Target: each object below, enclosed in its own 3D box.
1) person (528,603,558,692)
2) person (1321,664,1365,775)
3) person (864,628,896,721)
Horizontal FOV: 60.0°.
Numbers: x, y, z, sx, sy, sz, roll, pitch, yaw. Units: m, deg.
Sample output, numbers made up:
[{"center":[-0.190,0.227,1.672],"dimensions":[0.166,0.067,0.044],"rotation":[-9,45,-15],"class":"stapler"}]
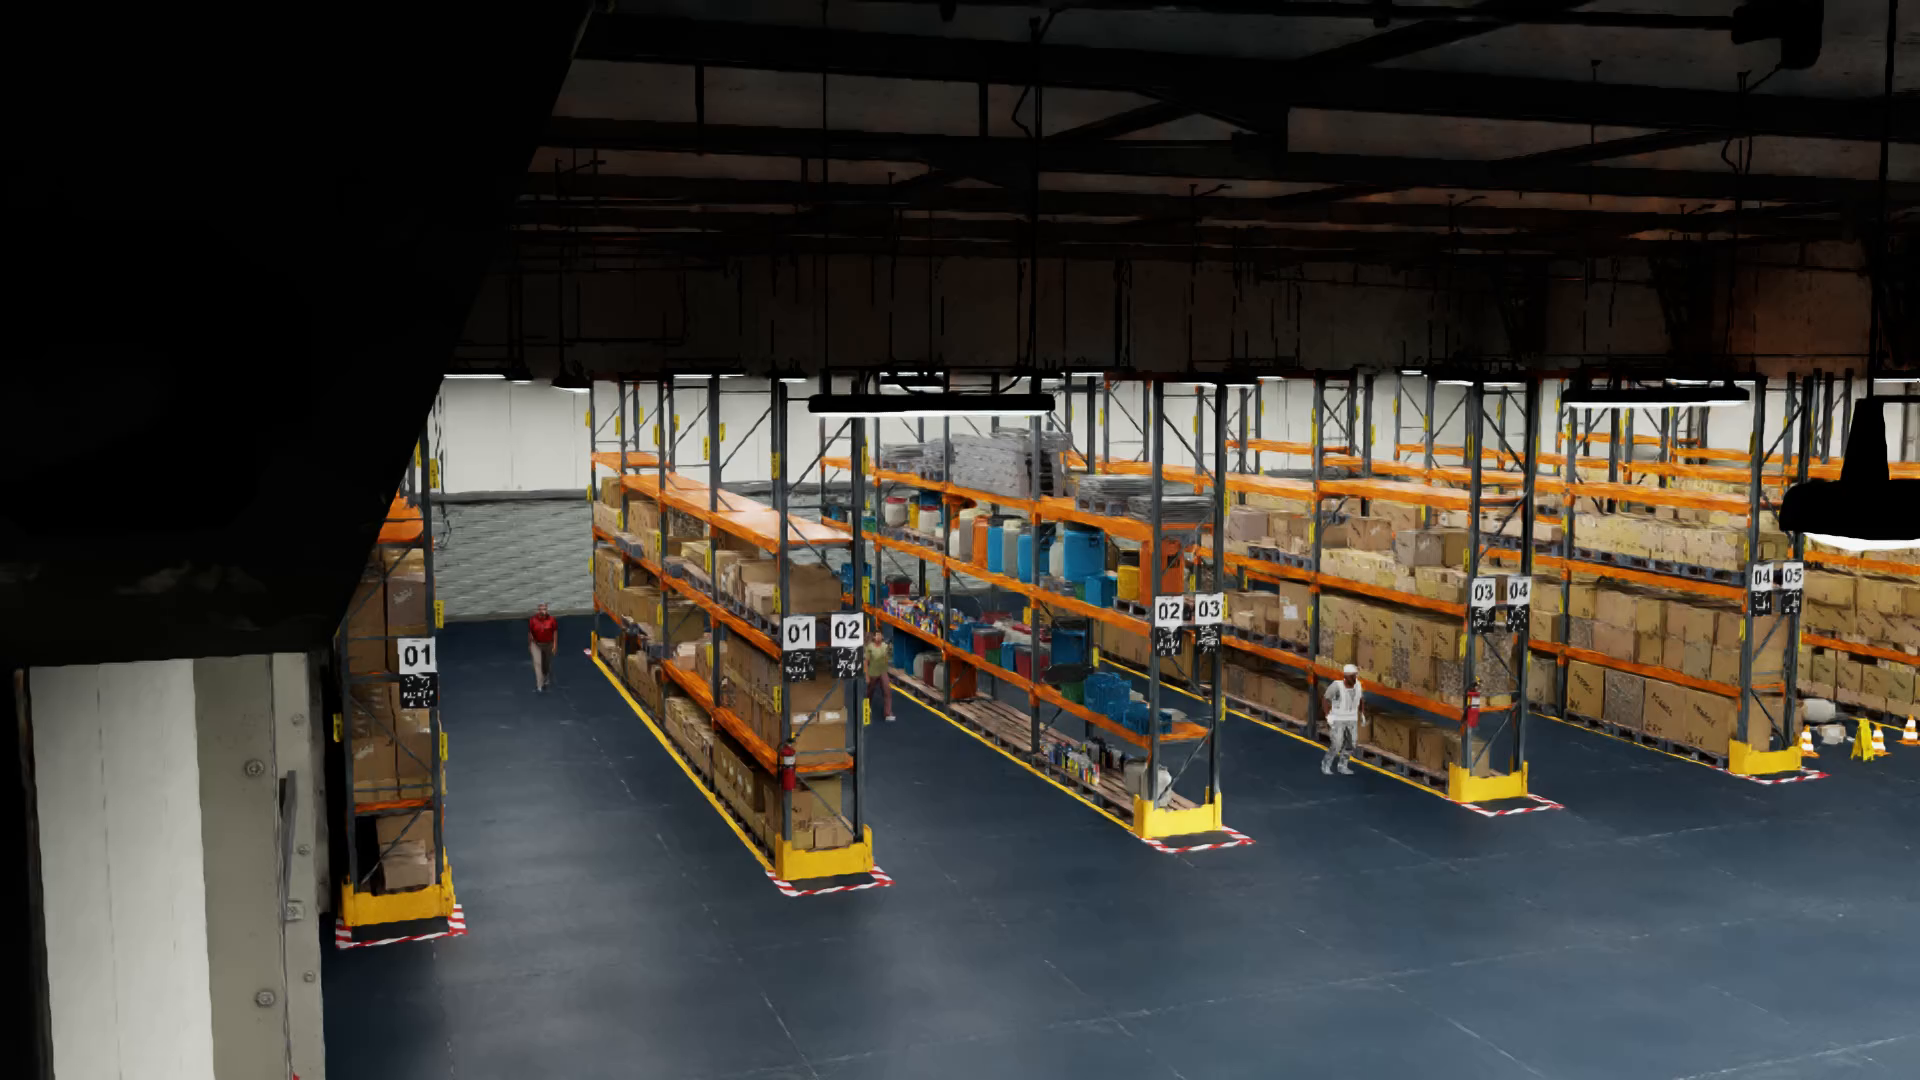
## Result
[{"center":[-7.860,2.036,31.418],"dimensions":[0.541,1.546,1.106],"rotation":[-3,7,-22],"class":"person"},{"center":[5.765,2.696,24.958],"dimensions":[0.702,1.735,0.549],"rotation":[-2,7,-21],"class":"person"},{"center":[-1.443,2.308,28.858],"dimensions":[0.448,1.590,1.110],"rotation":[-2,7,-18],"class":"person"}]
